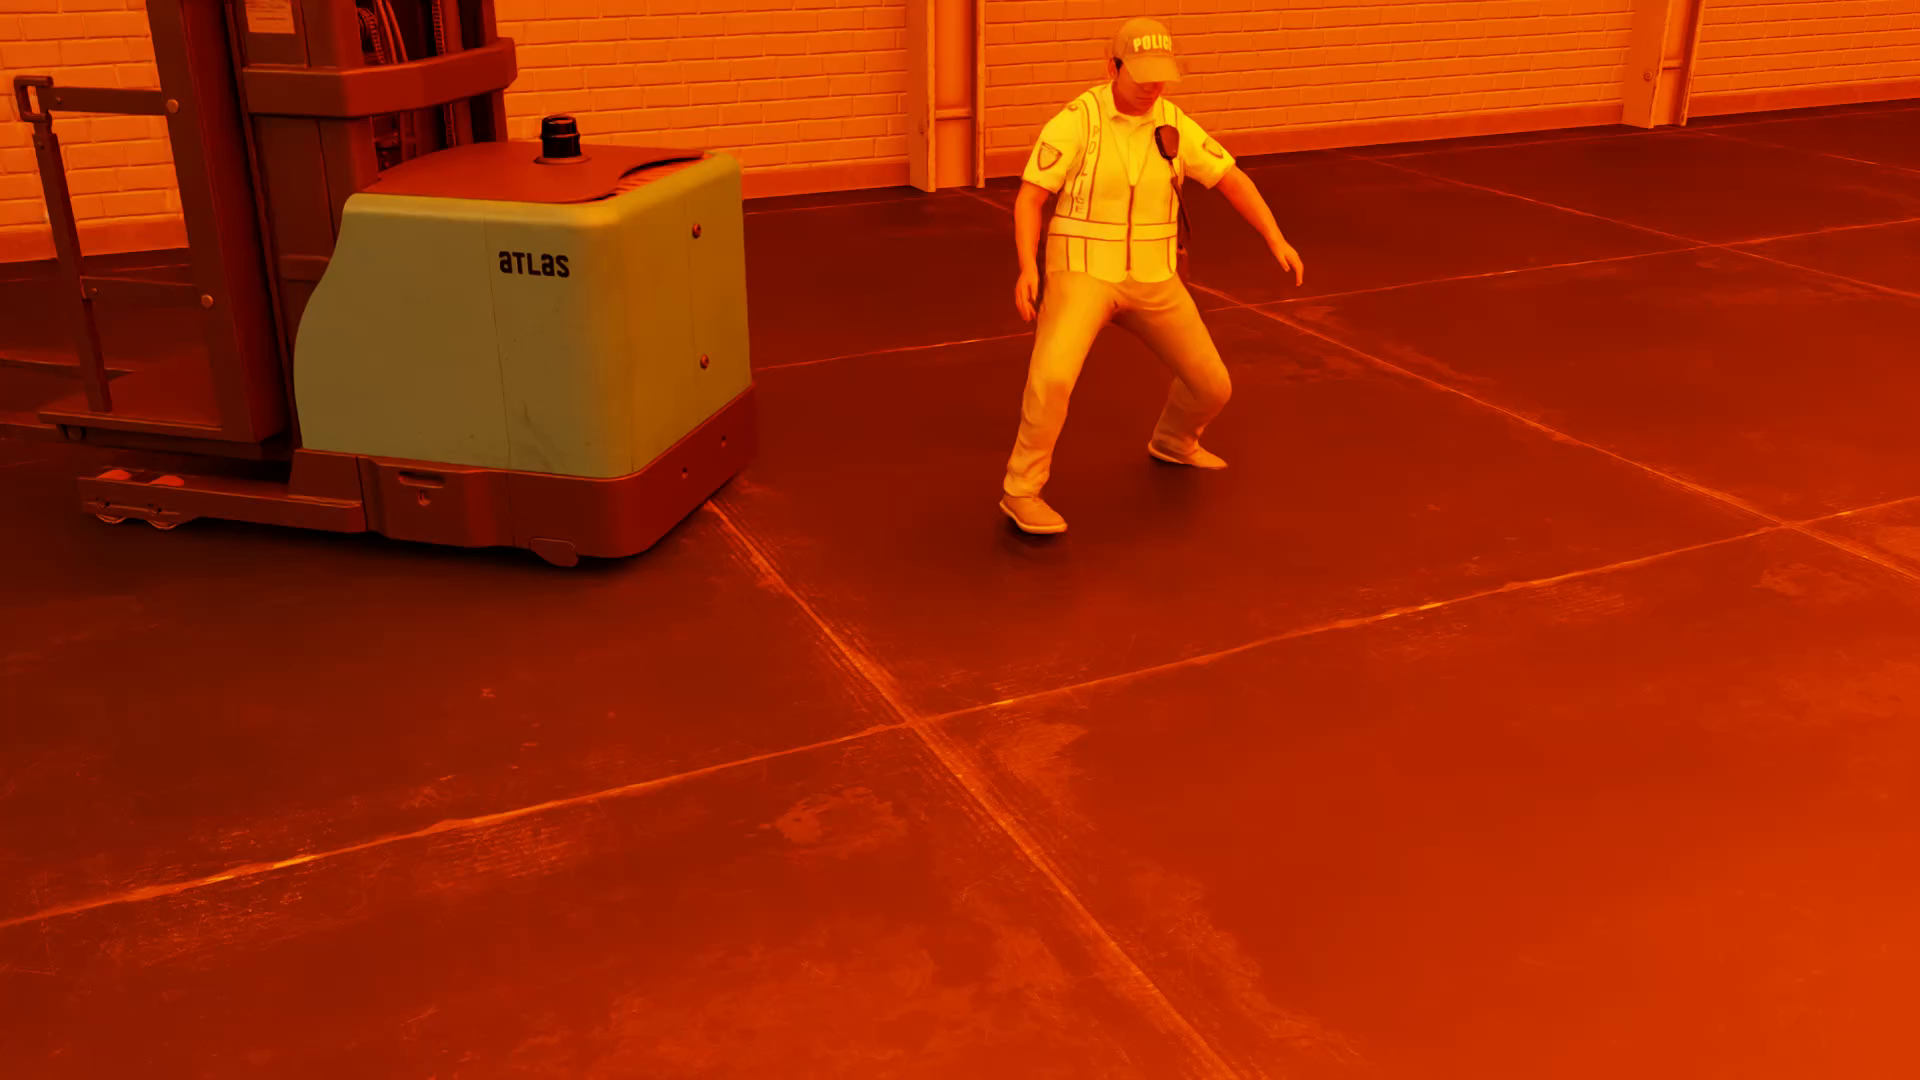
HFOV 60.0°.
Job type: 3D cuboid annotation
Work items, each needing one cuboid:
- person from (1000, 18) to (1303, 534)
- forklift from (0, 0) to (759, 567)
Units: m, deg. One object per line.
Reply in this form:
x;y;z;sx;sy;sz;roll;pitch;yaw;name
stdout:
0.548;-0.815;5.162;0.928;1.541;0.779;-5;23;-12;person
-2.257;-1.573;5.074;3.031;2.935;1.130;6;23;14;forklift
